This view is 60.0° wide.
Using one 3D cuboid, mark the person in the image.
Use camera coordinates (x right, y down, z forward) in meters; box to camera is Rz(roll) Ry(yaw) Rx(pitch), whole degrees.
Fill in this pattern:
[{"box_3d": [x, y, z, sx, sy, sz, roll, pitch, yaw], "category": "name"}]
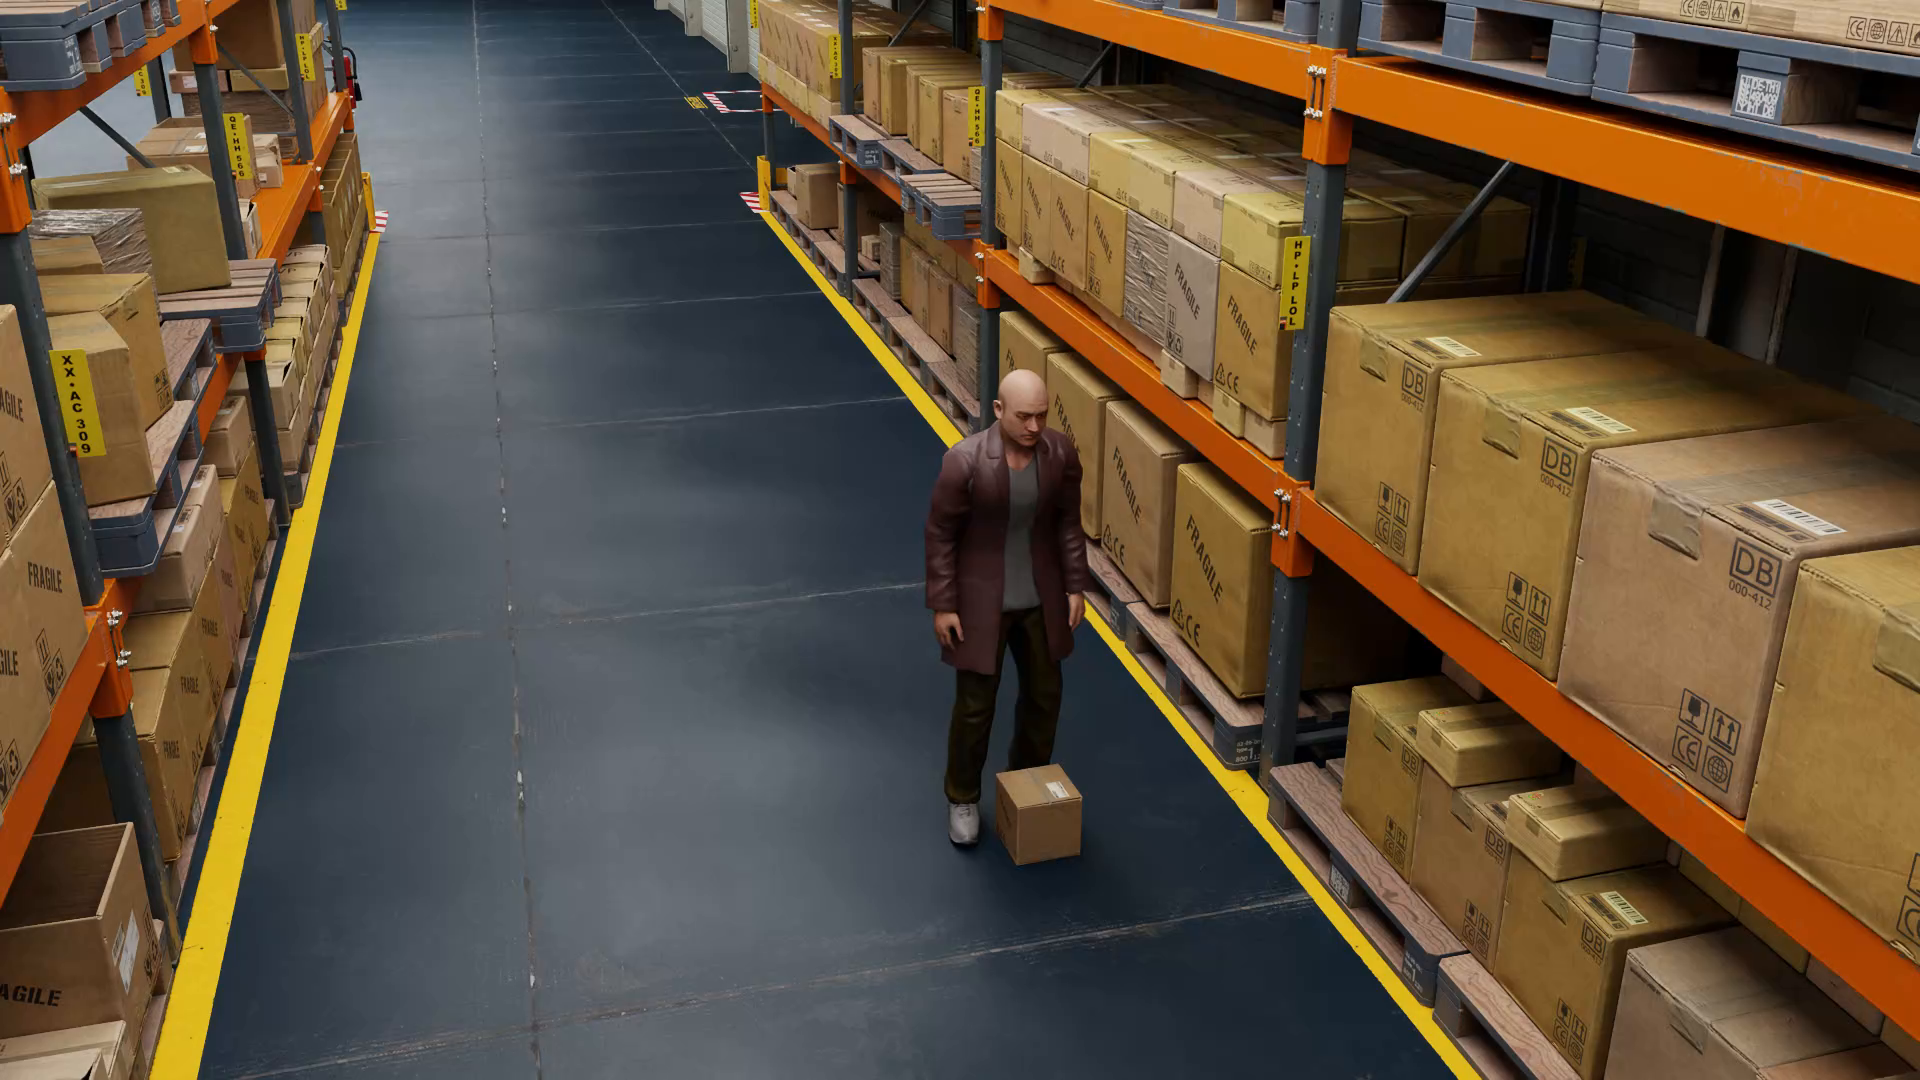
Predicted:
[{"box_3d": [0.181, 0.225, 6.075, 0.642, 1.773, 0.431, -8, 24, -19], "category": "person"}]
